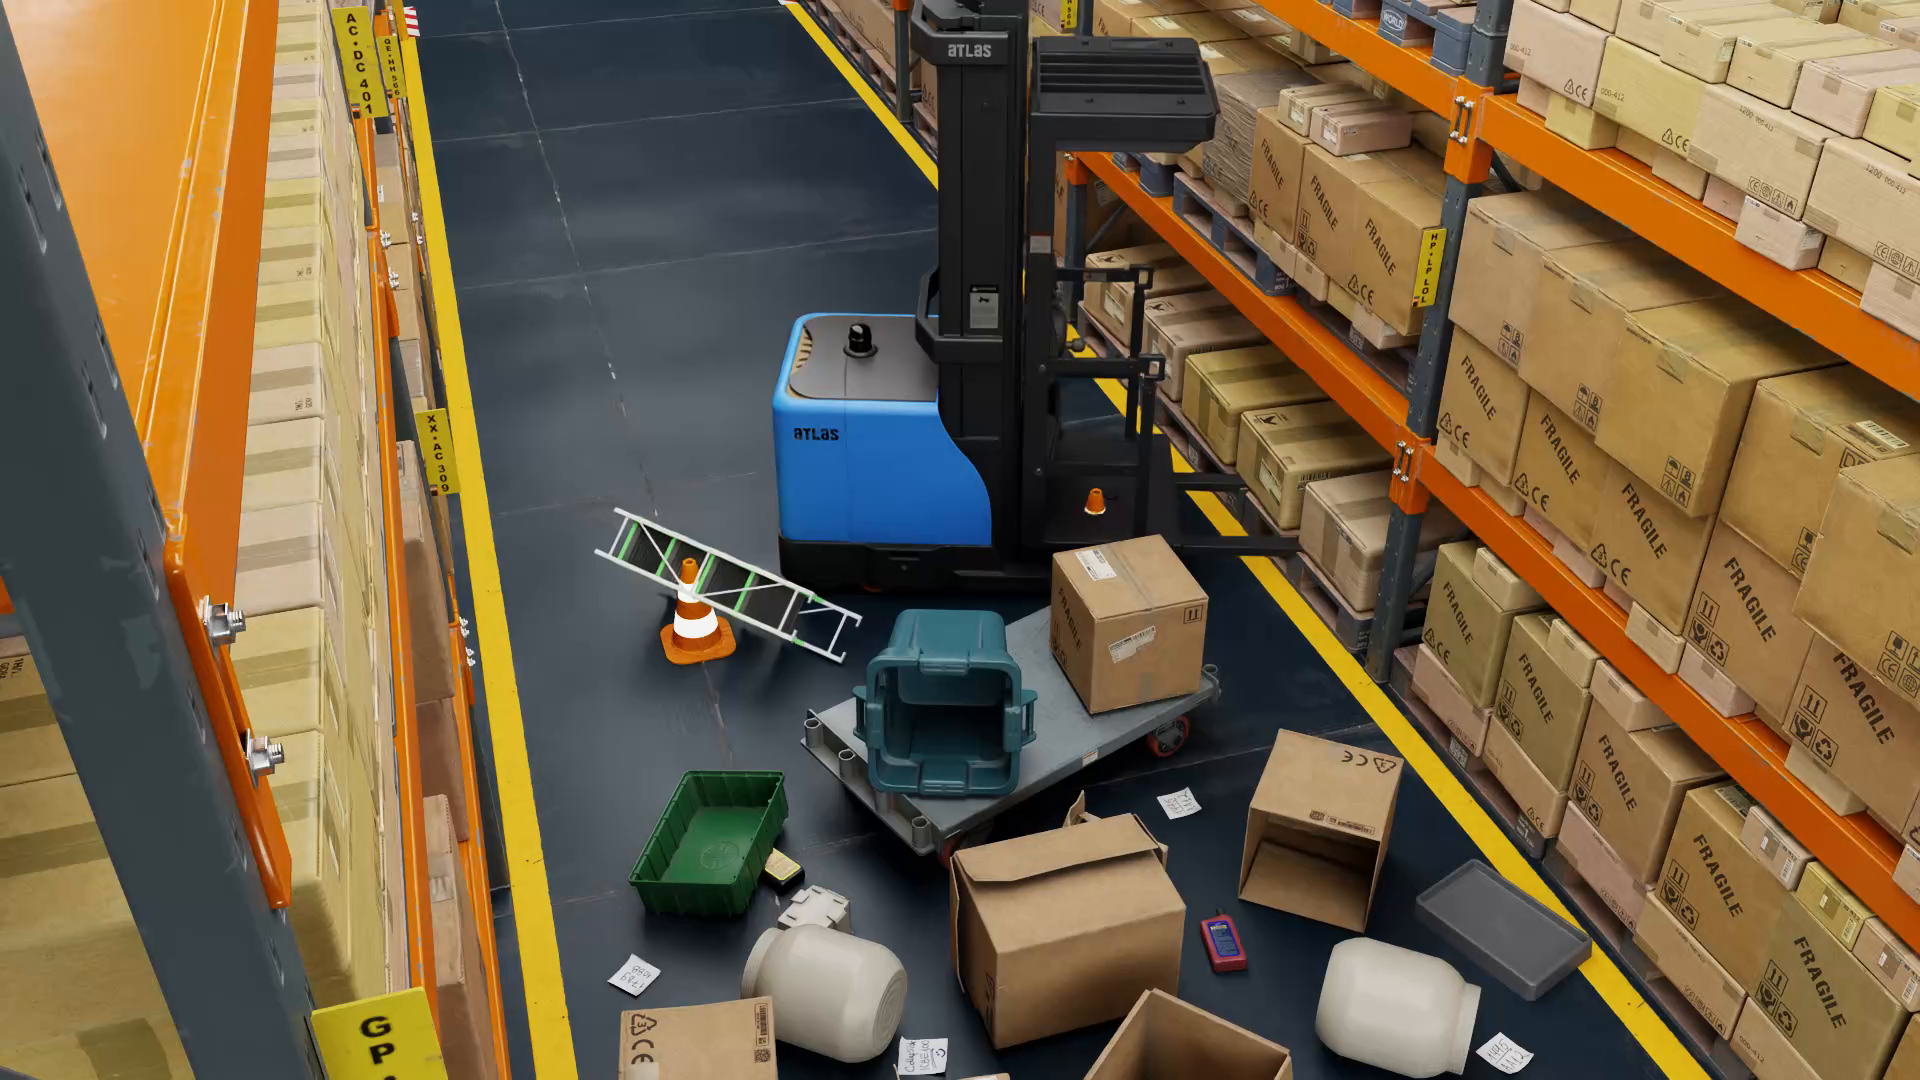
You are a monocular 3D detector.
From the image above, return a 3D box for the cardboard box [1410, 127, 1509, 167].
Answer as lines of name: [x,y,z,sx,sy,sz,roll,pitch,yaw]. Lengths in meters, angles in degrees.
cardboard box: [2.370,-1.590,7.693,0.500,0.500,0.500,-10,35,-15]

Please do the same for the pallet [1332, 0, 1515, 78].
pallet: [2.306,-2.206,6.818,1.213,0.211,1.003,-10,35,-15]

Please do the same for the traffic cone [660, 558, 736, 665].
traffic cone: [-1.261,0.295,7.884,0.336,0.463,0.334,-10,35,-15]

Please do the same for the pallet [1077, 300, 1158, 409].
pallet: [1.410,-1.217,10.401,1.003,0.211,1.213,-10,35,-15]

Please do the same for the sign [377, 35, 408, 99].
sign: [-2.983,-2.484,8.738,0.100,0.325,0.005,-10,35,-15]

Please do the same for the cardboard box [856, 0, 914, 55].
cardboard box: [-0.410,-4.815,15.260,0.875,0.438,0.875,-11,35,-16]

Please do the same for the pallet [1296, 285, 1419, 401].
pallet: [2.298,-1.037,7.772,1.003,0.211,1.213,-10,35,-15]

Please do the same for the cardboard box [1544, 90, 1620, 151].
cardboard box: [2.279,-1.486,5.785,0.380,0.149,0.250,-10,35,-15]

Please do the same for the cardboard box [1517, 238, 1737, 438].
cardboard box: [2.456,-0.735,5.874,0.700,0.500,0.500,-10,35,-14]

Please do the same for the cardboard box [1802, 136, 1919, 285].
cardboard box: [2.729,-0.928,4.579,0.500,0.250,0.500,-10,35,-14]

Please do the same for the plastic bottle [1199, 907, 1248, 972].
plastic bottle: [1.001,1.528,6.383,0.133,0.061,0.283,-4,34,-6]

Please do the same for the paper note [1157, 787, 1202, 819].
paper note: [0.930,1.113,7.038,0.148,0.019,0.142,-10,35,-15]

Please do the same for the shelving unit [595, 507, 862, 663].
shelving unit: [-1.104,0.212,7.903,1.200,0.258,0.503,21,-6,27]

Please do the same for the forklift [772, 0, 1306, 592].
forklift: [0.628,-1.207,7.918,3.031,2.935,1.130,1,33,2]

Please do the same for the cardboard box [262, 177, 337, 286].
cardboard box: [-1.412,-0.566,3.198,0.380,0.149,0.250,-10,35,-14]

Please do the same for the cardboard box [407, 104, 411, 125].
cardboard box: [-4.617,-3.377,13.344,0.380,0.149,0.250,-9,35,-13]

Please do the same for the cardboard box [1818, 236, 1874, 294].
cardboard box: [2.725,-0.822,4.780,0.380,0.149,0.250,-10,35,-14]

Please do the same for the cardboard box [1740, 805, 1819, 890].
cardboard box: [2.792,0.968,5.409,0.380,0.149,0.250,-9,34,-13]

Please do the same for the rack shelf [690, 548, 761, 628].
rack shelf: [-1.051,0.233,7.874,0.148,0.258,0.480,21,-6,27]

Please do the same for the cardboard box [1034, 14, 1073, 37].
cardboard box: [0.783,-3.149,10.477,0.500,0.250,0.500,-10,35,-15]

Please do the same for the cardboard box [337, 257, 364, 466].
cardboard box: [-1.436,-0.327,3.198,0.500,0.250,0.500,-10,35,-15]

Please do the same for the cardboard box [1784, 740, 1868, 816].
cardboard box: [2.838,0.694,5.207,0.380,0.149,0.250,-10,35,-15]

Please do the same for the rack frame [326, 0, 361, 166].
rack frame: [-2.290,-2.309,4.081,1.000,3.000,0.127,-10,35,-15]

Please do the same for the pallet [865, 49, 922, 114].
pallet: [-0.205,-4.140,14.824,1.003,0.211,1.213,-10,35,-15]

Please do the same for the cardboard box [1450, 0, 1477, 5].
cardboard box: [2.077,-2.338,6.601,0.500,0.250,0.500,-11,35,-16]

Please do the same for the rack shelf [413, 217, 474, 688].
rack shelf: [-2.900,-0.556,7.523,1.077,0.370,4.000,-10,35,-15]

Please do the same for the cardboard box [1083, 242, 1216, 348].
cardboard box: [1.336,-1.572,10.411,0.950,0.372,0.625,-12,35,-18]

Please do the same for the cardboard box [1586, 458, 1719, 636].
cardboard box: [2.578,-0.054,5.750,0.500,0.500,0.500,-10,35,-15]

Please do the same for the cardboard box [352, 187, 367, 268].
cardboard box: [-1.717,-0.764,4.221,0.380,0.149,0.250,-9,35,-14]

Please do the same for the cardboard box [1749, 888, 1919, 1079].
cardboard box: [2.958,1.418,5.317,0.500,0.500,0.500,-9,34,-13]

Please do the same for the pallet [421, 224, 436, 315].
pallet: [-4.116,-1.792,11.271,1.003,0.211,1.213,-10,35,-15]

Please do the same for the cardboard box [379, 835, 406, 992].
cardboard box: [-0.948,0.563,2.212,0.380,0.149,0.250,-10,35,-14]

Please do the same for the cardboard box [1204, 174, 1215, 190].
cardboard box: [1.524,-1.951,8.829,0.380,0.149,0.250,-9,34,-13]

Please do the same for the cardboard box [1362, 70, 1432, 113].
cardboard box: [2.157,-2.162,7.972,0.380,0.149,0.250,-8,34,-12]

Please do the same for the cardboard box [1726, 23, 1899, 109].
cardboard box: [2.536,-1.414,4.953,0.380,0.149,0.250,-11,35,-16]

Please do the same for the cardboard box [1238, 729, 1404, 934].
cardboard box: [1.424,1.142,6.566,0.500,0.500,0.500,13,36,18]

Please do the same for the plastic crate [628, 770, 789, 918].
plastic crate: [-0.990,1.214,6.690,0.450,0.188,0.662,-2,32,16]

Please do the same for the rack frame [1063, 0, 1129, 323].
rack frame: [1.173,-2.791,10.253,1.000,3.000,0.127,-10,35,-15]

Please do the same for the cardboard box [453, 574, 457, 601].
cardboard box: [-2.856,0.140,7.477,1.050,0.750,0.750,-10,35,-15]

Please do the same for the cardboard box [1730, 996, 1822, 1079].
cardboard box: [2.960,1.728,5.527,0.500,0.250,0.500,-10,35,-15]

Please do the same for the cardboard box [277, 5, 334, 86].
cardboard box: [-1.798,-1.231,4.204,0.380,0.149,0.250,-10,35,-15]

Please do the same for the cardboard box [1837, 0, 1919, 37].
cardboard box: [3.048,-1.651,5.312,0.380,0.149,0.250,-9,35,-13]

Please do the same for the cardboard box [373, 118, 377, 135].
cardboard box: [-3.455,-2.245,9.274,0.380,0.149,0.250,-10,35,-15]

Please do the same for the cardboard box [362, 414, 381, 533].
cardboard box: [-1.333,-0.099,3.215,0.380,0.149,0.250,-10,35,-14]

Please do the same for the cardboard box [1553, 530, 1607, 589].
cardboard box: [2.462,0.027,6.216,0.380,0.149,0.250,-9,35,-13]

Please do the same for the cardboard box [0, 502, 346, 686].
cardboard box: [-1.023,0.103,2.185,0.380,0.149,0.250,-10,35,-15]

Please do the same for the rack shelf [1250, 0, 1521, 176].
rack shelf: [1.783,-2.693,8.036,1.077,0.370,4.000,-10,35,-15]

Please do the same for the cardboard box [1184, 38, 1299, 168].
cardboard box: [1.424,-2.307,8.779,0.500,0.500,0.500,-9,35,-14]

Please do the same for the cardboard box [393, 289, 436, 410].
cardboard box: [-2.499,-0.697,6.993,0.500,0.500,0.500,-10,35,-15]

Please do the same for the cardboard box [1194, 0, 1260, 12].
cardboard box: [1.576,-2.940,9.738,0.500,0.500,0.500,-11,35,-16]

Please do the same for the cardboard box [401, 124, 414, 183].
cardboard box: [-3.944,-2.555,11.103,0.500,0.250,0.500,-12,35,-17]

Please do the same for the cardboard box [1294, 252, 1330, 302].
cardboard box: [1.797,-1.256,7.777,0.380,0.149,0.250,-11,35,-16]

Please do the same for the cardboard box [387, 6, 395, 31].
cardboard box: [-5.172,-4.570,14.611,0.380,0.149,0.250,-9,34,-13]
